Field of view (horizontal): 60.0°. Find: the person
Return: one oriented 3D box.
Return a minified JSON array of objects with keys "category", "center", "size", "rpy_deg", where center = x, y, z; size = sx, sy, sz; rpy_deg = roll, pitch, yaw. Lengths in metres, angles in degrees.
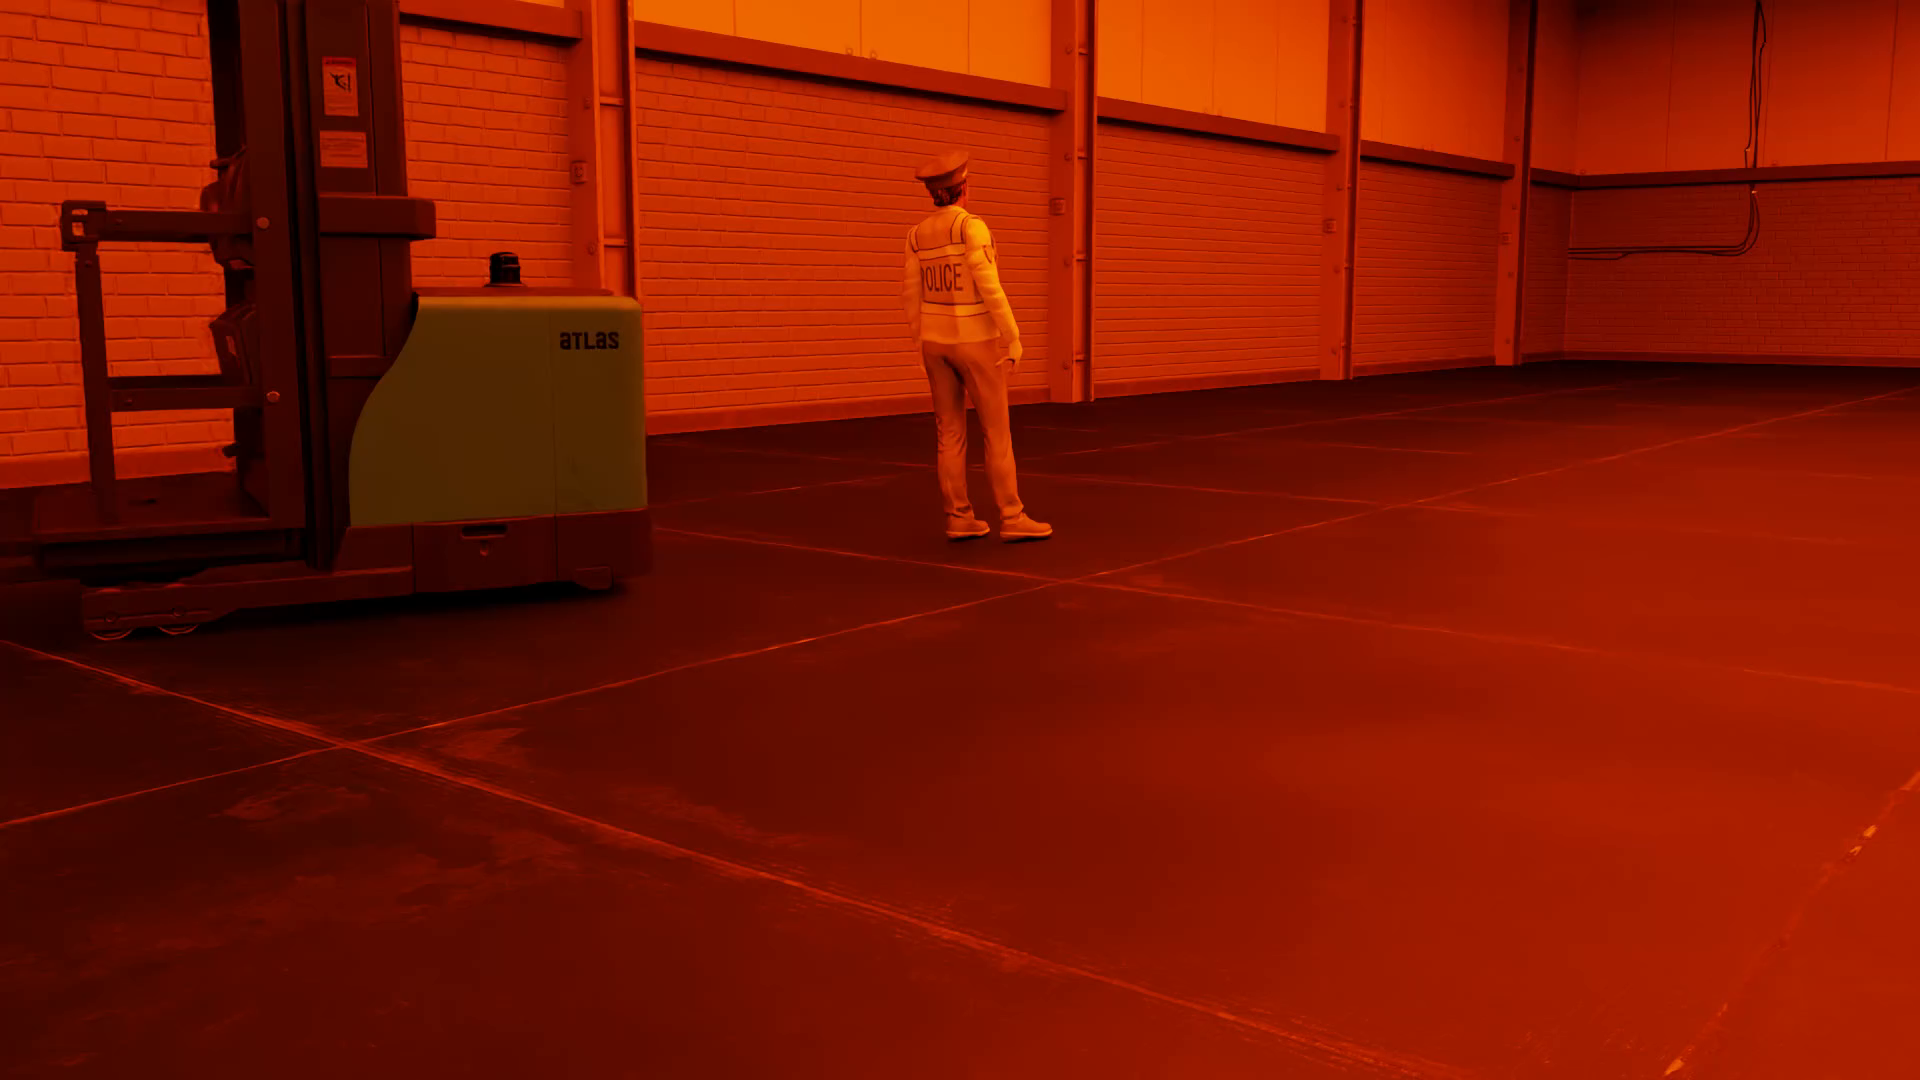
[{"category":"person","center":[0.048,-0.853,7.330],"size":[0.588,1.695,0.531],"rpy_deg":[7,11,38]}]

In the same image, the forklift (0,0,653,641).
[{"category":"forklift","center":[-2.675,-1.220,5.617],"size":[3.031,2.935,1.130],"rpy_deg":[-4,9,-28]}]
